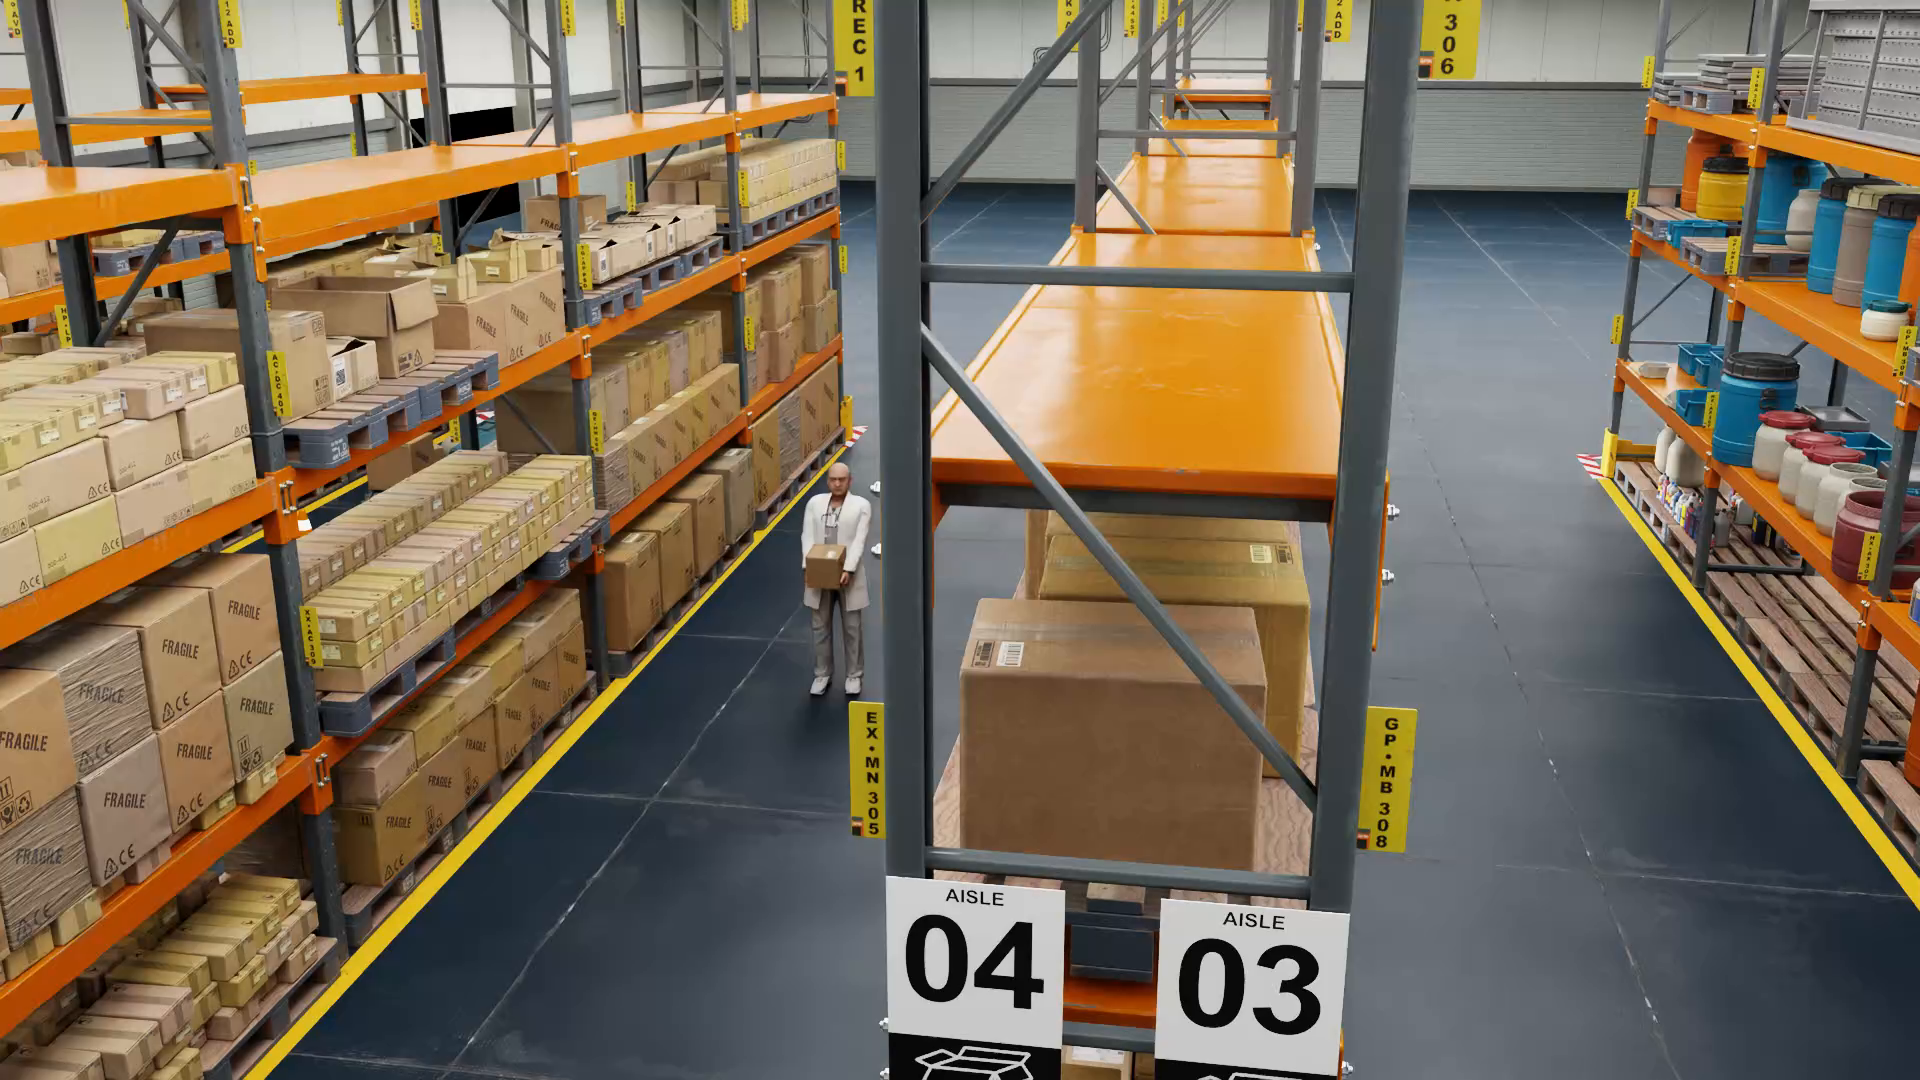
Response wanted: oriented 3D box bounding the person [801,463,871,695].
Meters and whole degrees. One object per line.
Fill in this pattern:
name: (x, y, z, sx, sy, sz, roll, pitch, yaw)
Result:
person: (-0.954, 0.316, 12.604, 0.528, 1.772, 0.560, 3, 18, 10)
